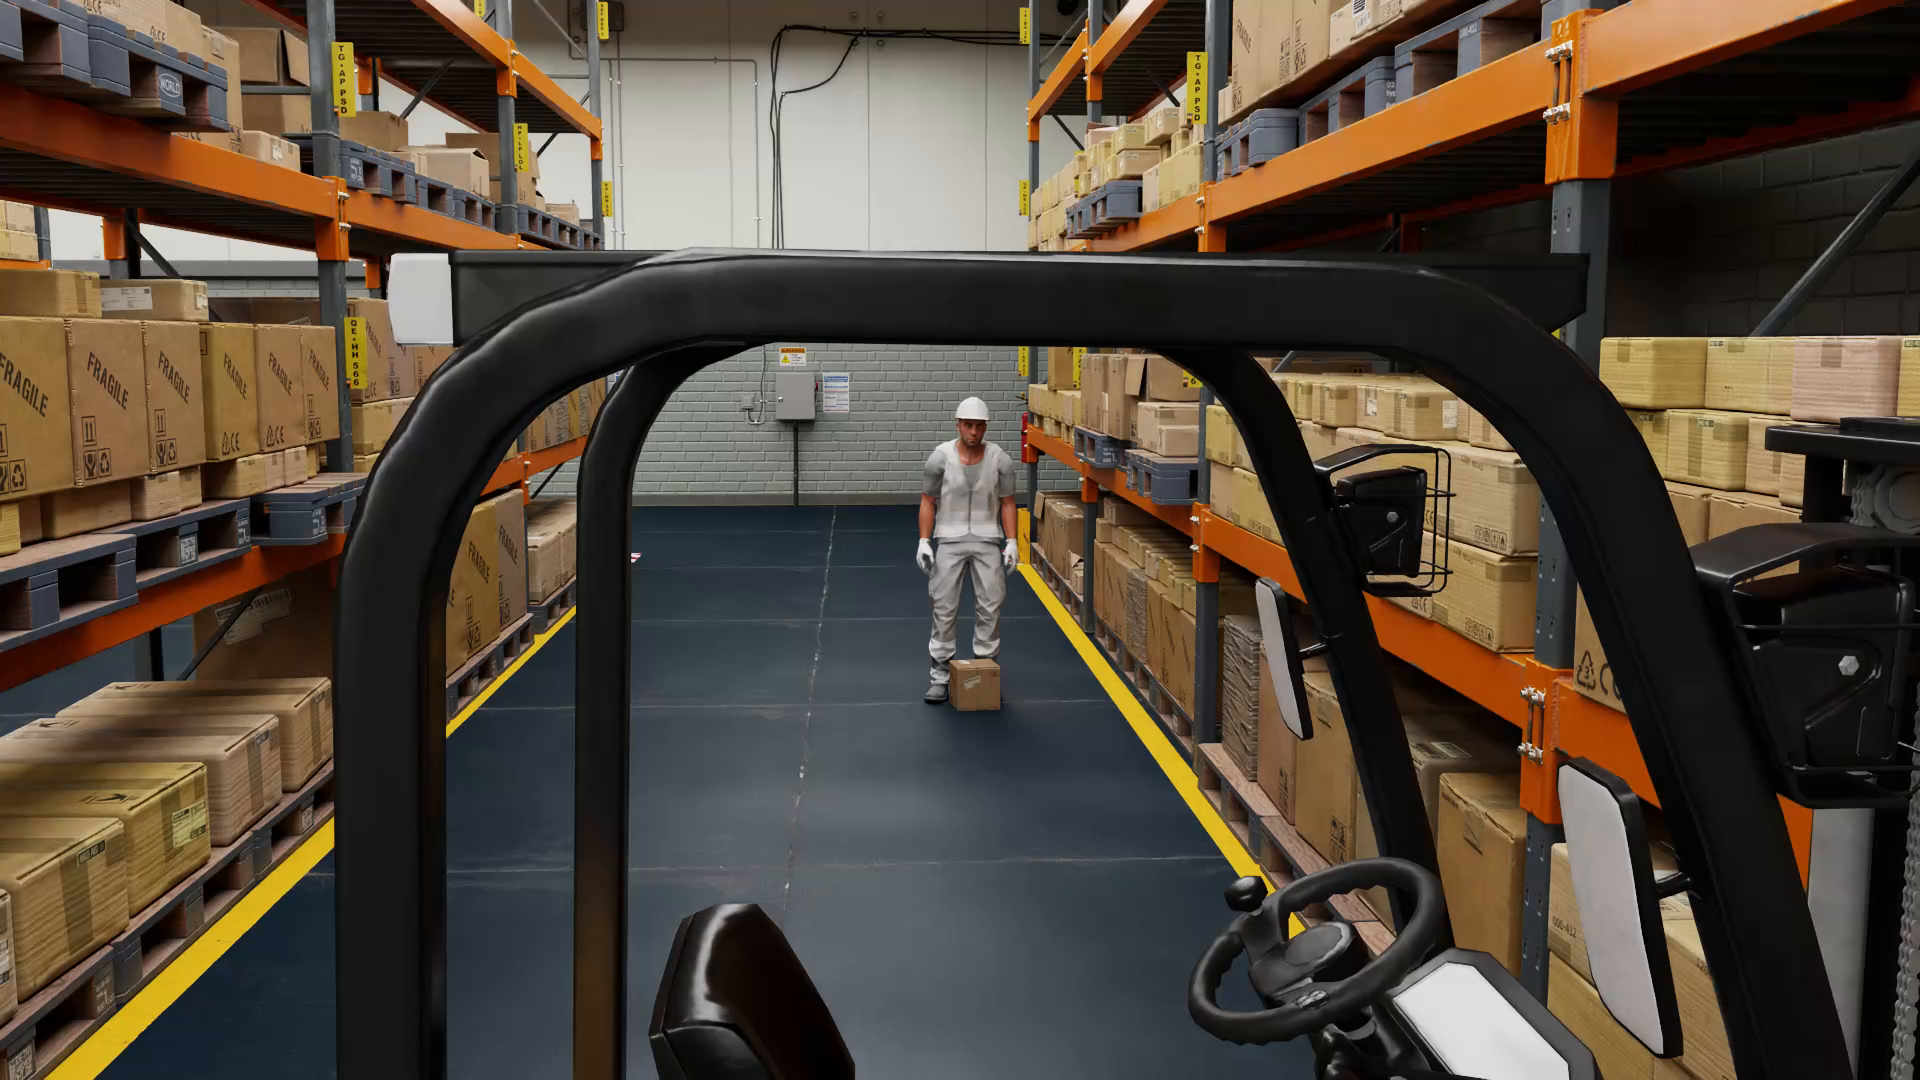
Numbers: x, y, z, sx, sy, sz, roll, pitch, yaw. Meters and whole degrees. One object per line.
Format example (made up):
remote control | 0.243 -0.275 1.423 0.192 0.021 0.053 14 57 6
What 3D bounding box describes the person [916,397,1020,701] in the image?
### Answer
person | 0.047 0.052 9.739 0.609 1.779 0.449 -1 7 -5
